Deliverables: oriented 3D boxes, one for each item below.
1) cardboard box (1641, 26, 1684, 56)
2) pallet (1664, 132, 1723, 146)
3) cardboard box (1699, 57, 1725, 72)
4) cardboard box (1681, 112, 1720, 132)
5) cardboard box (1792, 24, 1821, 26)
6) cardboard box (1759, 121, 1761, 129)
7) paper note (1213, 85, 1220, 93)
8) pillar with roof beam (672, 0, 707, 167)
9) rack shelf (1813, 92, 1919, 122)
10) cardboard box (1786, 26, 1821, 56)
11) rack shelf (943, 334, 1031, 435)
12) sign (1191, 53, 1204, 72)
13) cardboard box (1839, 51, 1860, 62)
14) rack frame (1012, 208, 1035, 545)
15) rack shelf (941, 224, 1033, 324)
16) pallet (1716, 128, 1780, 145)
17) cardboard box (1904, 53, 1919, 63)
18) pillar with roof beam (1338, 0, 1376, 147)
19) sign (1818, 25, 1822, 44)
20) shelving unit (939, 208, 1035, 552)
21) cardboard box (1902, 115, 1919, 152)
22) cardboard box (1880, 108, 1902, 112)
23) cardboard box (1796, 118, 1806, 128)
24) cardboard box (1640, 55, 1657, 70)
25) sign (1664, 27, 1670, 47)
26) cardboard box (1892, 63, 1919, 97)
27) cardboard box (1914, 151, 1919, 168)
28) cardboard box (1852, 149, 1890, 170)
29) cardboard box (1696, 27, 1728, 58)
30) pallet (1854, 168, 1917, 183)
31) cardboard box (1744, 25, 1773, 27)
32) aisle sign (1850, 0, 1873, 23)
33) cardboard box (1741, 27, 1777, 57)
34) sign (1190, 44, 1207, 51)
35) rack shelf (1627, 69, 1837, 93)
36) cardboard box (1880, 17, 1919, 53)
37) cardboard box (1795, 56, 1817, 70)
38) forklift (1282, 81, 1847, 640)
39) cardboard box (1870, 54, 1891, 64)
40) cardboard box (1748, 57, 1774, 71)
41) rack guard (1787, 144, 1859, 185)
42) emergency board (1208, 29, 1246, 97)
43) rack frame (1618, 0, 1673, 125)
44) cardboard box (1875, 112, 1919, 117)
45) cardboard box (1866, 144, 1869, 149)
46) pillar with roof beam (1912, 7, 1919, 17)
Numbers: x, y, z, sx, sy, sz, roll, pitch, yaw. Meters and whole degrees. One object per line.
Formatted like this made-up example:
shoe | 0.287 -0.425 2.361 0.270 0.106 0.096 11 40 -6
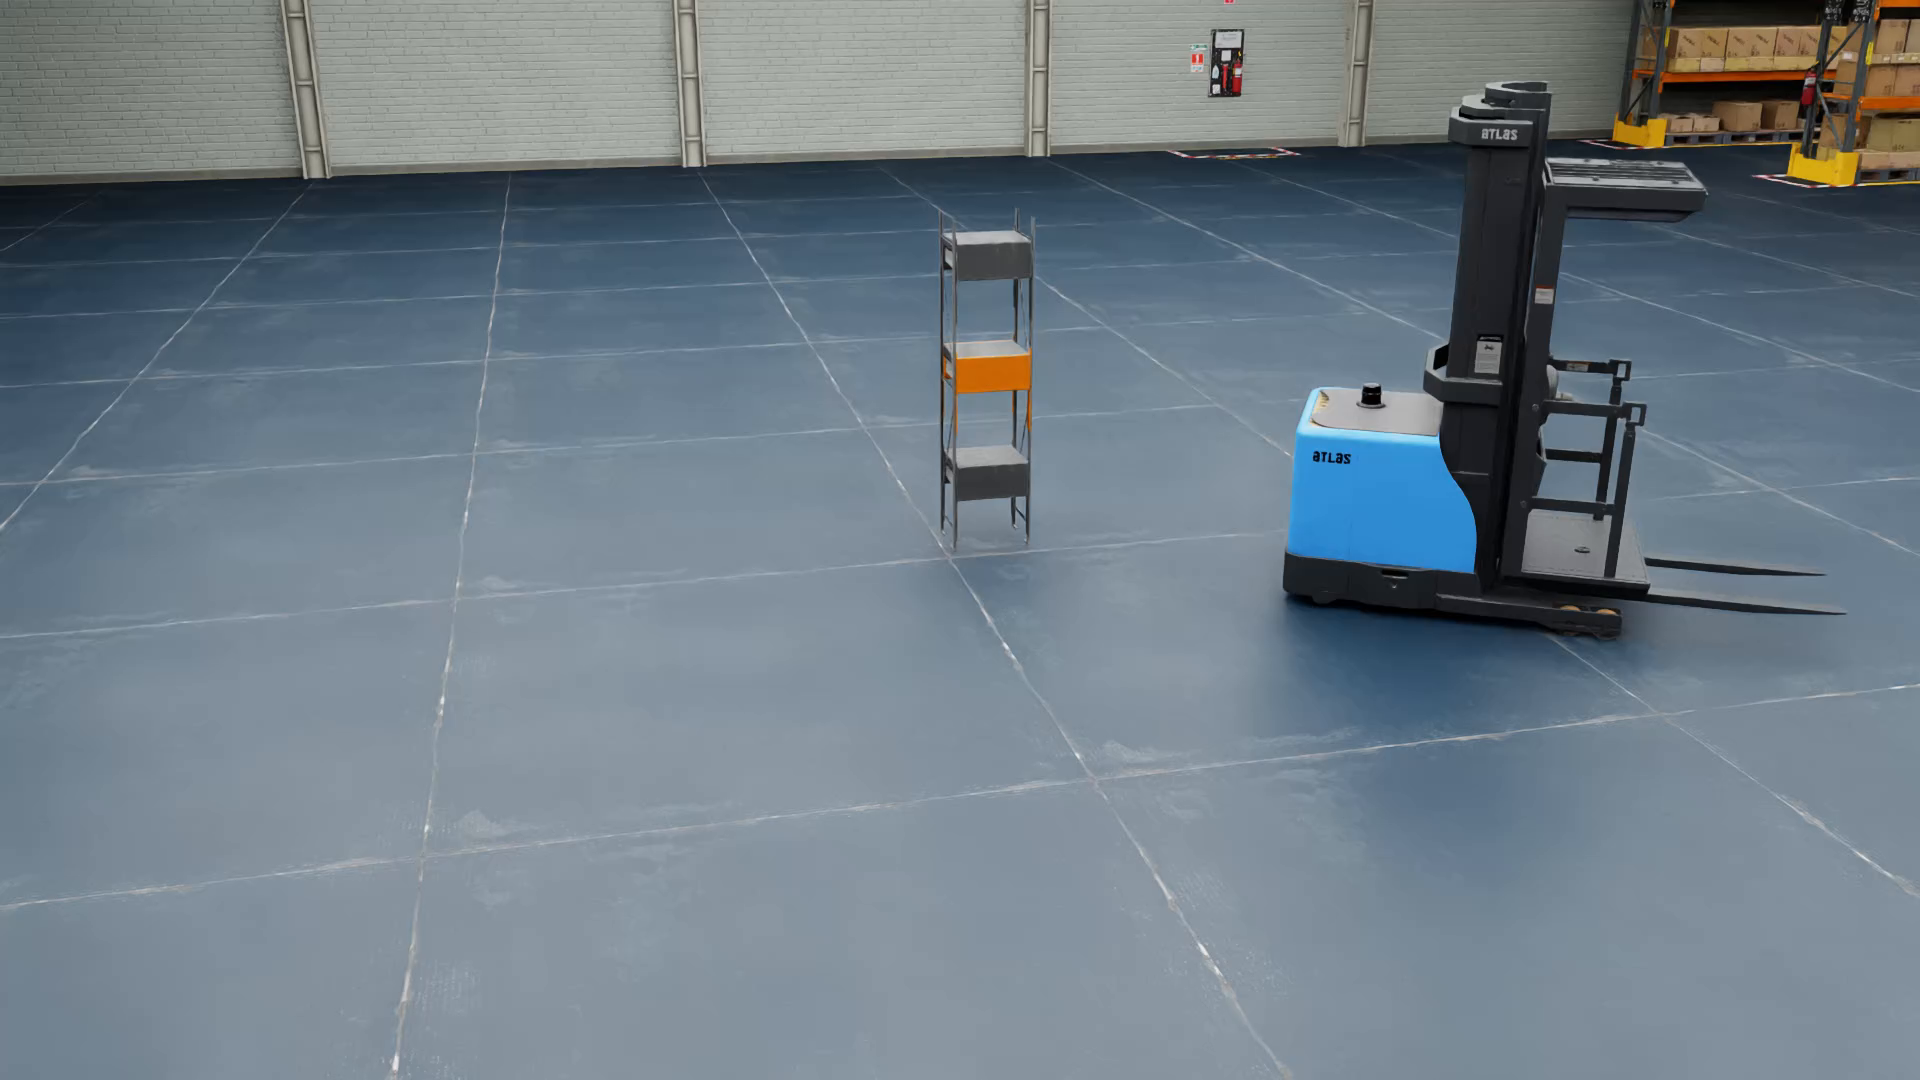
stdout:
cardboard box | 12.962 -9.194 30.650 0.500 0.500 0.500 -5 21 -13
pallet | 13.425 -7.543 31.100 1.213 0.211 1.003 -5 21 -12
cardboard box | 13.603 -8.711 30.424 0.500 0.250 0.500 -5 21 -14
cardboard box | 13.801 -7.808 31.038 0.500 0.311 0.500 -3 20 -8
cardboard box | 15.940 -9.435 31.308 0.500 0.500 0.500 -5 21 -14
cardboard box | 14.884 -7.859 31.413 0.250 0.149 0.380 -6 21 -17
paper note | 4.594 -8.077 29.783 0.142 0.148 0.016 -5 21 -12
pillar with roof beam | -3.492 -9.090 22.548 0.400 9.000 9.100 -5 21 -12
rack shelf | 15.642 -6.957 26.491 4.000 0.370 1.077 -5 21 -12
cardboard box | 15.572 -9.220 30.721 0.500 0.500 0.500 -5 21 -13
rack shelf | 0.161 -0.986 10.494 0.480 0.518 0.431 -5 21 -12
sign | 4.220 -8.489 29.576 0.234 0.329 0.001 -5 21 -12
cardboard box | 14.024 -7.582 26.063 0.250 0.149 0.380 -5 21 -13
rack frame | 0.399 -1.018 10.542 0.015 2.100 0.400 -5 21 -12
rack shelf | 0.161 -1.644 10.253 0.480 0.518 0.431 -5 21 -12
pallet | 14.610 -7.639 31.361 1.213 0.211 1.003 -5 21 -12
cardboard box | 14.627 -7.488 25.806 0.250 0.149 0.380 -5 21 -12
pillar with roof beam | 8.186 -10.040 25.140 0.400 9.000 9.100 -5 21 -12
sign | 13.585 -7.974 26.194 0.005 0.325 0.100 -5 21 -12
shelving unit | 0.161 -0.999 10.489 0.503 2.100 0.431 -5 21 -12
cardboard box | 15.239 -6.447 26.349 0.500 0.500 0.500 -5 21 -12
cardboard box | 17.649 -8.265 32.011 0.500 0.500 0.700 -5 21 -14
cardboard box | 15.932 -7.935 31.594 0.250 0.166 0.380 -7 21 -20
cardboard box | 12.963 -8.835 30.761 0.500 0.250 0.500 -4 21 -12
sign | 12.678 -9.019 29.816 0.005 0.325 0.100 -5 21 -12
cardboard box | 14.663 -7.259 26.125 0.500 0.500 0.700 -4 21 -11
cardboard box | 15.242 -6.091 26.467 0.500 0.250 0.500 -5 21 -12
cardboard box | 14.269 -6.010 26.248 0.500 0.250 0.500 -5 21 -12
cardboard box | 13.570 -9.058 30.280 0.500 0.500 0.500 -5 21 -12
pallet | 14.431 -5.902 26.618 1.213 0.211 1.003 -5 21 -12
cardboard box | 14.949 -9.357 31.097 0.500 0.500 0.500 -4 21 -11
aisle sign | 13.703 -8.249 25.194 0.004 0.787 0.394 -5 21 -12
cardboard box | 14.573 -9.142 30.509 0.500 0.500 0.500 -4 20 -11
sign | 4.227 -8.735 29.477 0.331 0.109 0.001 -5 21 -12
rack shelf | 14.499 -8.615 31.017 4.000 0.370 1.077 -5 21 -12
cardboard box | 14.715 -7.873 25.914 0.500 0.500 0.700 -5 21 -14
cardboard box | 15.567 -8.874 30.868 0.500 0.250 0.500 -5 21 -12
forklift | 3.482 -1.023 9.347 3.031 2.935 1.130 6 21 15
cardboard box | 14.128 -7.447 25.694 0.250 0.149 0.380 -5 21 -13
cardboard box | 14.592 -8.789 30.636 0.500 0.250 0.500 -4 21 -12
rack guard | 13.673 -5.961 26.360 0.348 0.500 1.175 -5 21 -12
emergency board | 4.782 -8.481 29.607 0.643 1.169 0.194 -5 21 -12
rack frame | 12.553 -8.794 30.461 0.127 3.000 1.000 -5 21 -12
cardboard box | 15.119 -6.621 26.824 0.500 0.500 0.500 -5 21 -12
cardboard box | 14.634 -6.227 26.841 0.500 0.250 0.500 -5 21 -12
pillar with roof beam | 19.864 -10.990 27.733 0.400 9.000 9.100 -5 21 -12
